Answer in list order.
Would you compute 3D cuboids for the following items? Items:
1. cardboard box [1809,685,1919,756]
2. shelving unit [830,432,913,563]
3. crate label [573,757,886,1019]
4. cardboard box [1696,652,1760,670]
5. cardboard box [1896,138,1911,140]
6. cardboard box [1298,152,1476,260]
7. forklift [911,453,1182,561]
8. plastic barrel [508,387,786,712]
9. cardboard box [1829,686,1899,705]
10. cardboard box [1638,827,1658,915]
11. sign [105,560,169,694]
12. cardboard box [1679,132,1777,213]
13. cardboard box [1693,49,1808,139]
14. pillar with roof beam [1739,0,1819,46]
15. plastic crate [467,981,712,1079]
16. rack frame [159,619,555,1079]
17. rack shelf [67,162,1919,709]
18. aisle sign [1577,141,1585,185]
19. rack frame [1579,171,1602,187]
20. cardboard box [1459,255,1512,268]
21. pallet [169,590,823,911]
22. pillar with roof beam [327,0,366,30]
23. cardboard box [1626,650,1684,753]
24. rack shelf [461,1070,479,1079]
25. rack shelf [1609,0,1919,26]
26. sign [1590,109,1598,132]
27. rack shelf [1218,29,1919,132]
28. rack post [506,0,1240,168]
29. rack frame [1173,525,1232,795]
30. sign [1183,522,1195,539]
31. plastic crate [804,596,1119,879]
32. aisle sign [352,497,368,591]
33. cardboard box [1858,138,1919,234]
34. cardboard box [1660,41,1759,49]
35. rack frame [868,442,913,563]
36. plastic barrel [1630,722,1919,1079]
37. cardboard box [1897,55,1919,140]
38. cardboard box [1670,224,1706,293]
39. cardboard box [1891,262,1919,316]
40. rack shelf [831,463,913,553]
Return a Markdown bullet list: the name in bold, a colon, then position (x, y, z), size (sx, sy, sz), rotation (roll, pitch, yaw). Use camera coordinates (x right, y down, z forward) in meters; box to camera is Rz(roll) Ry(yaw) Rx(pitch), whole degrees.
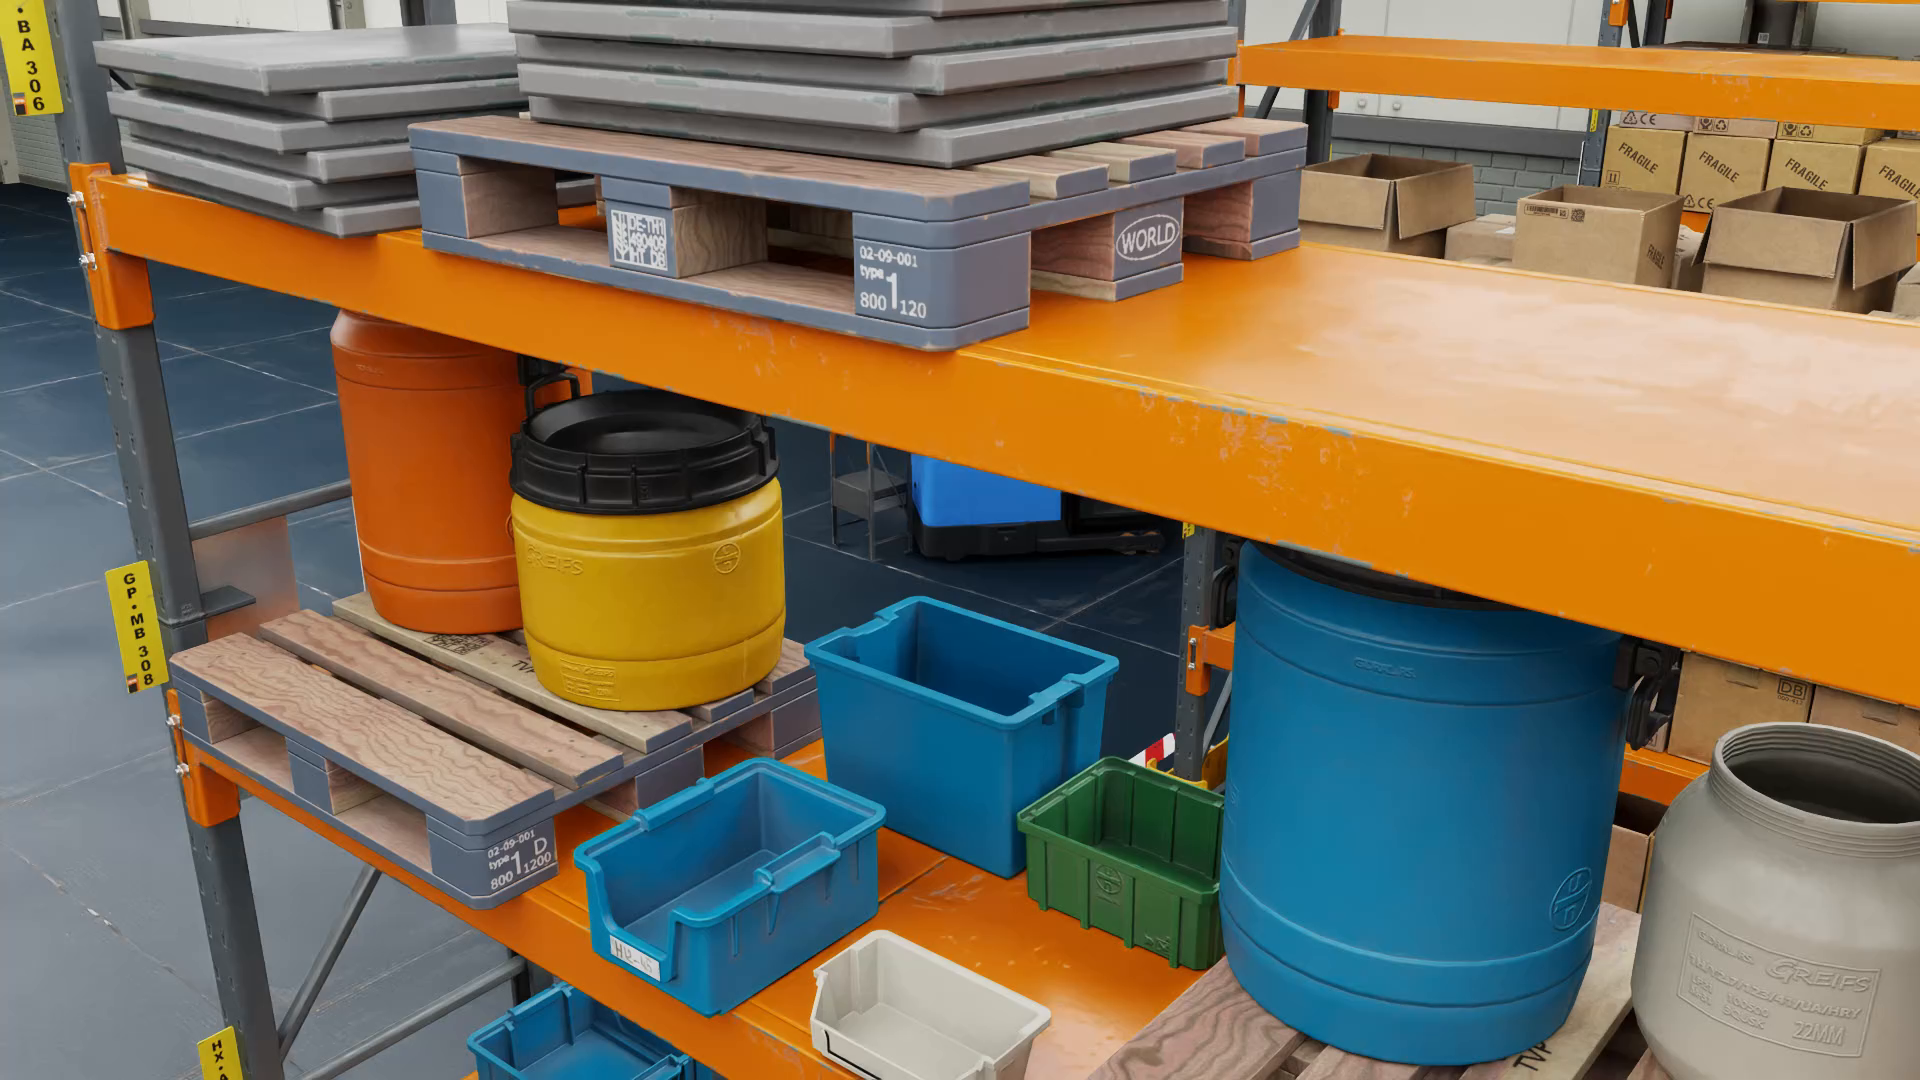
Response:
- **cardboard box**: position (3.805, 0.752, 6.780), size (0.500, 0.500, 0.700), rotation (16, 26, 36)
- **shelving unit**: position (-0.684, -0.920, 12.633), size (0.431, 2.100, 0.503), rotation (-17, 26, -37)
- **crate label**: position (-0.427, 0.647, 3.160), size (0.408, 0.251, 0.502), rotation (16, 26, 36)
- **cardboard box**: position (3.237, 0.376, 6.858), size (0.250, 0.149, 0.380), rotation (17, 27, 38)
- **cardboard box**: position (6.289, -2.324, 10.660), size (0.500, 0.500, 0.500), rotation (18, 27, 40)
- **cardboard box**: position (1.910, -1.464, 7.609), size (0.637, 0.503, 0.797), rotation (18, 27, 40)
- **forklift**: position (1.132, -1.437, 12.825), size (3.031, 2.935, 1.130), rotation (-3, 21, -9)
- **plastic barrel**: position (-0.704, 0.005, 3.791), size (0.600, 0.588, 0.600), rotation (0, 21, 0)
- **cardboard box**: position (3.621, 0.488, 6.561), size (0.250, 0.149, 0.380), rotation (16, 26, 36)
- **cardboard box**: position (3.299, 1.483, 7.224), size (0.500, 0.500, 0.500), rotation (16, 26, 36)
- **sign**: position (-2.019, 0.215, 4.083), size (0.005, 0.325, 0.100), rotation (16, 26, 36)
- **cardboard box**: position (5.091, -2.422, 10.919), size (0.500, 0.500, 0.500), rotation (18, 27, 40)
- **cardboard box**: position (5.098, -2.884, 10.728), size (0.500, 0.500, 0.500), rotation (16, 26, 36)
- **pillar with roof beam**: position (2.964, -2.945, 8.226), size (0.400, 9.000, 9.100), rotation (16, 26, 36)
- **plastic crate**: position (-1.091, 1.573, 4.957), size (0.616, 0.251, 0.499), rotation (16, 26, 36)
- **rack frame**: position (-1.668, 1.473, 5.010), size (0.127, 3.000, 1.000), rotation (16, 26, 36)
- **rack shelf**: position (-0.118, -0.364, 2.966), size (4.000, 0.370, 1.077), rotation (16, 26, 36)
- **aisle sign**: position (4.351, -2.385, 11.558), size (0.004, 0.787, 0.394), rotation (16, 26, 36)
- **rack frame**: position (4.596, -1.235, 12.192), size (0.127, 3.000, 1.000), rotation (16, 26, 36)
- **cardboard box**: position (2.267, -1.117, 7.191), size (0.250, 0.149, 0.380), rotation (16, 26, 36)
- **pallet**: position (-1.089, 0.369, 3.954), size (1.213, 0.211, 1.003), rotation (16, 26, 36)
- **pillar with roof beam**: position (-10.982, -6.961, 18.875), size (0.400, 9.000, 9.100), rotation (16, 26, 36)
- **cardboard box**: position (3.022, 0.526, 7.382), size (0.500, 0.500, 0.700), rotation (17, 27, 38)
- **rack shelf**: position (-0.118, 2.256, 3.954), size (4.000, 0.370, 1.077), rotation (16, 26, 36)
- **rack shelf**: position (6.146, -3.258, 10.078), size (4.000, 0.370, 1.077), rotation (16, 26, 36)
- **sign**: position (4.253, -2.899, 11.115), size (0.005, 0.325, 0.100), rotation (16, 26, 36)
- **rack shelf**: position (3.016, -1.717, 6.554), size (4.000, 0.370, 1.077), rotation (16, 26, 36)
- **rack post**: position (-0.147, -0.875, 2.841), size (0.954, 0.300, 0.937), rotation (15, 26, 35)
- **rack frame**: position (1.467, 0.120, 8.599), size (0.127, 3.000, 1.000), rotation (16, 26, 36)
- **sign**: position (1.111, -0.172, 8.033), size (0.005, 0.325, 0.100), rotation (16, 26, 36)
- **plastic crate**: position (0.000, 0.420, 3.574), size (0.575, 0.384, 0.392), rotation (16, 26, 36)
- **aisle sign**: position (-1.536, 0.160, 4.809), size (0.004, 0.787, 0.394), rotation (16, 26, 36)
- **cardboard box**: position (5.924, -2.194, 10.313), size (0.500, 0.500, 0.500), rotation (18, 27, 39)
- **cardboard box**: position (5.096, -3.138, 11.399), size (0.500, 0.500, 0.500), rotation (18, 27, 39)
- **rack frame**: position (-0.526, -0.855, 12.459), size (0.400, 2.100, 0.015), rotation (-17, 26, -37)
- **plastic barrel**: position (1.222, 0.564, 2.418), size (0.421, 0.512, 0.421), rotation (0, 21, 0)
- **cardboard box**: position (6.278, -2.789, 10.474), size (0.500, 0.500, 0.500), rotation (16, 26, 36)
- **cardboard box**: position (2.957, -1.195, 7.167), size (0.500, 0.311, 0.500), rotation (-19, 28, -40)
- **cardboard box**: position (3.924, -0.916, 6.428), size (0.500, 0.311, 0.500), rotation (14, 25, 33)
- **rack shelf**: position (-0.684, -0.253, 12.885), size (0.431, 0.518, 0.480), rotation (-17, 26, -37)
